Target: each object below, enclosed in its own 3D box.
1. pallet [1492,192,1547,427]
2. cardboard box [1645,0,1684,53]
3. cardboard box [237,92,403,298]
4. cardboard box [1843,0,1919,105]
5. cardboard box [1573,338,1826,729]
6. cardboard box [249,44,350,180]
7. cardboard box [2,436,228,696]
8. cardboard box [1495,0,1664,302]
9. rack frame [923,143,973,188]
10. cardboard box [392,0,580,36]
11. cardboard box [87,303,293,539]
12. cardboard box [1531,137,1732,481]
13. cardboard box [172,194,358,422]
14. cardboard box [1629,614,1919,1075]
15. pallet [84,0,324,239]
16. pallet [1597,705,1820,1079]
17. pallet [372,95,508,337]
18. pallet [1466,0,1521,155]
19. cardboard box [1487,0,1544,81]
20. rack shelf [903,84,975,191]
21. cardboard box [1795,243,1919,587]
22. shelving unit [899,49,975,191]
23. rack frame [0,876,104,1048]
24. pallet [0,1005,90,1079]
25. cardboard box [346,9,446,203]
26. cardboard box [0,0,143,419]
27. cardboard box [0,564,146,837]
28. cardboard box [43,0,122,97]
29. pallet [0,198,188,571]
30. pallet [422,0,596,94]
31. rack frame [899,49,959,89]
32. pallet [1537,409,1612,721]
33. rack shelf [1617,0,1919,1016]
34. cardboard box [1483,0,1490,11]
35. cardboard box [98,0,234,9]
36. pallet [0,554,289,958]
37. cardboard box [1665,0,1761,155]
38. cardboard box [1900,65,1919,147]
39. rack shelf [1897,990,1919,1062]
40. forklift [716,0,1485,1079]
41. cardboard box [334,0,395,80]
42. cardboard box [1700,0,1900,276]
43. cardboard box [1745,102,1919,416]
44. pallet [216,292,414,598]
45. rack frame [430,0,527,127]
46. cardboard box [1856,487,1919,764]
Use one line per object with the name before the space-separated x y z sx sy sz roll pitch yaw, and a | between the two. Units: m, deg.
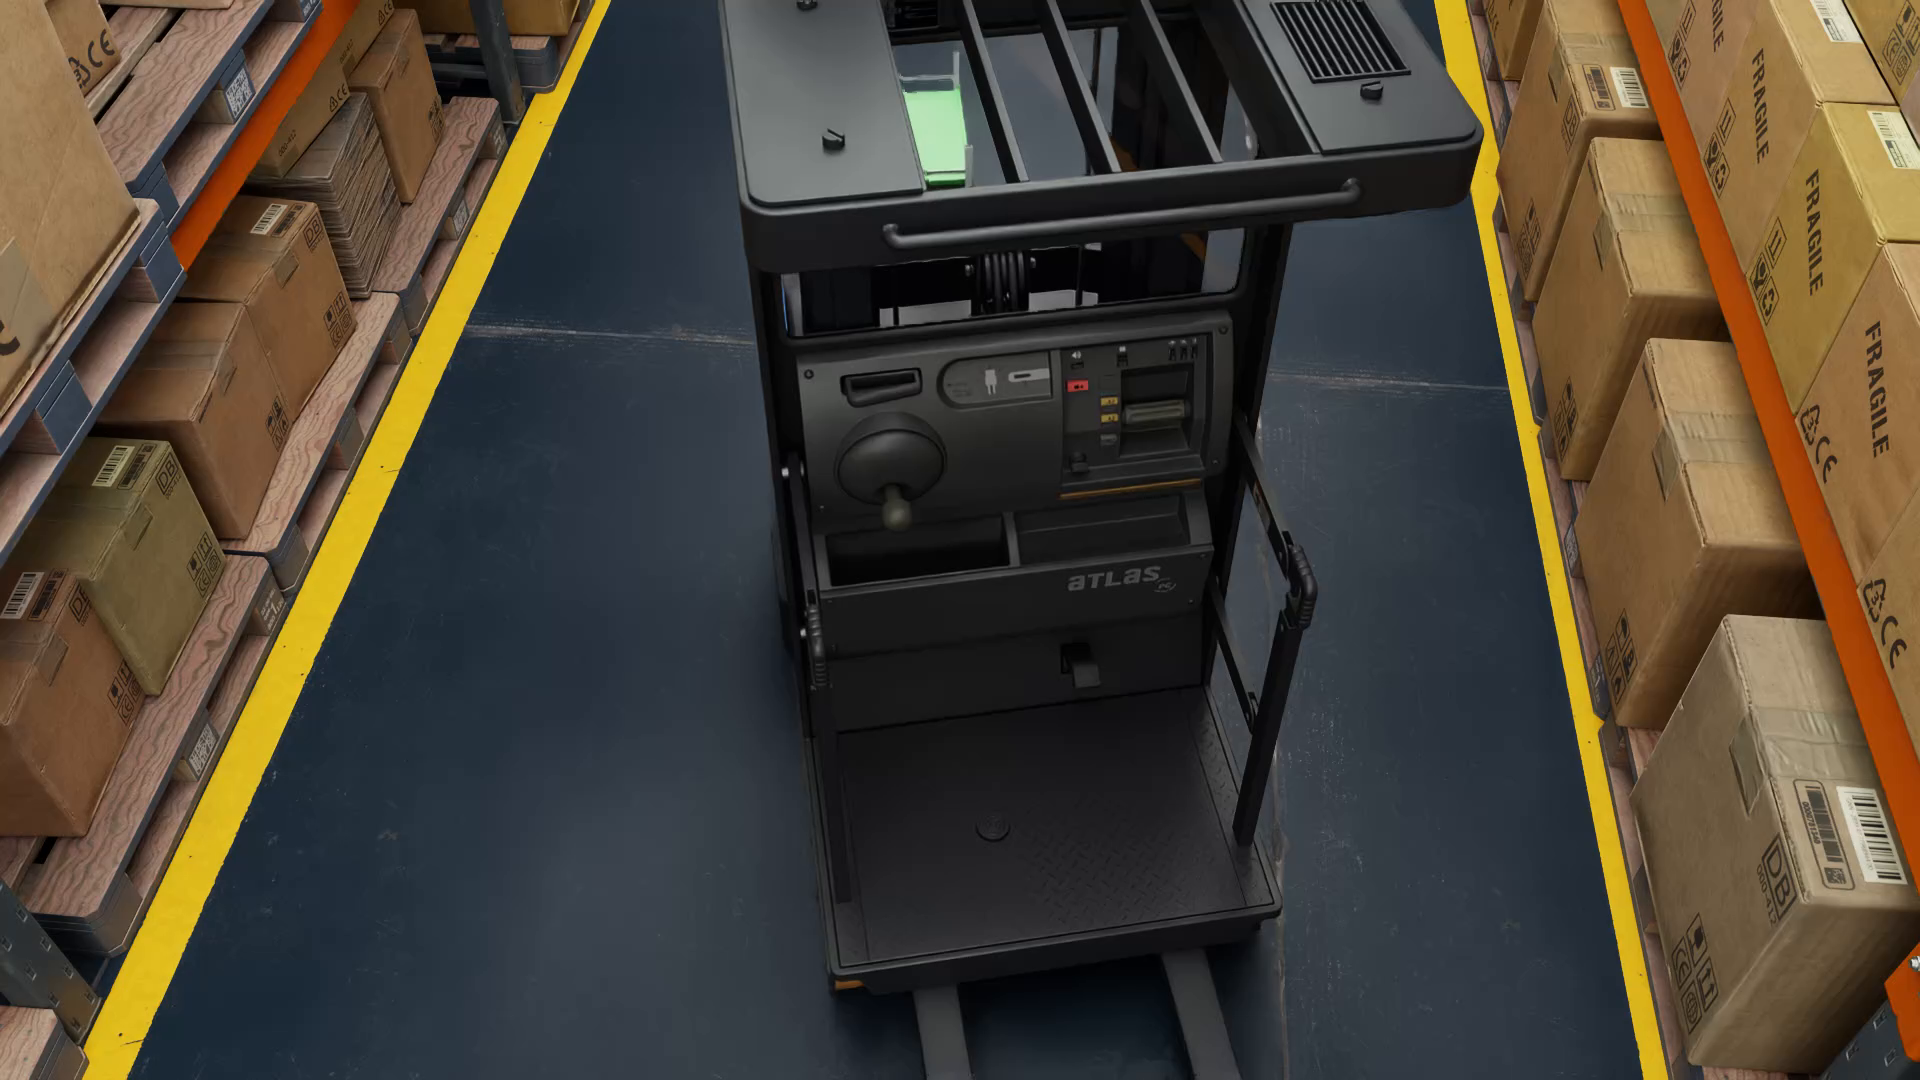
pallet | 2.488 -0.855 5.889 1.003 0.211 1.213 4 48 4
cardboard box | 2.282 -1.719 4.721 0.500 0.500 0.500 3 48 3
cardboard box | -2.374 -1.181 5.693 0.700 0.500 0.500 0 48 0
cardboard box | 2.449 -1.288 3.650 0.700 0.500 0.500 3 48 3
cardboard box | 2.329 0.016 4.443 1.050 0.750 0.750 4 48 4
cardboard box | -2.364 -1.451 5.432 0.500 0.250 0.500 9 48 8
cardboard box | -2.520 0.057 4.561 0.700 0.500 0.500 4 48 3
cardboard box | 2.490 -1.312 5.657 1.050 0.750 0.750 3 48 3
rack frame | -0.085 -0.689 5.067 0.240 1.200 0.015 -3 48 -3
cardboard box | -2.211 -2.709 6.850 1.225 0.875 0.875 2 48 2
cardboard box | -2.469 -0.354 4.937 0.700 0.500 0.500 0 48 0
cardboard box | 2.414 -0.669 5.069 1.050 0.750 0.750 5 48 4
cardboard box | -2.419 -0.764 5.312 0.700 0.500 0.500 7 48 7
cardboard box | 2.238 0.724 3.795 1.050 0.750 0.750 4 48 3
pallet | -2.434 -1.256 4.496 1.003 0.211 1.213 4 48 4
pallet | 2.266 0.938 4.249 1.003 0.211 1.213 4 48 4
pallet | -2.368 -1.263 6.262 1.003 0.211 1.213 4 48 4
pallet | 2.708 -2.004 6.939 1.003 0.211 1.213 4 48 4
cardboard box | 2.435 -2.170 6.611 0.500 0.500 0.500 4 48 3
rack shelf | -0.104 -1.149 4.924 0.258 0.148 0.480 -3 48 -3
cardboard box | 2.098 -0.238 3.367 0.500 0.500 0.500 3 48 3
shelving unit | -0.104 -0.869 5.231 0.258 1.200 0.503 -3 48 -3
rack frame | -2.659 0.161 3.070 1.000 3.000 0.127 4 48 4
pallet | -2.685 1.598 3.645 1.003 0.211 1.213 4 48 4
cardboard box | -2.336 -1.589 6.067 0.700 0.500 0.500 2 48 1
cardboard box | -2.448 -0.758 3.219 1.000 1.000 1.000 4 48 4
cardboard box | -2.582 0.406 4.241 0.700 0.500 0.500 1 48 1
cardboard box | -2.593 -1.296 4.048 0.797 0.503 0.637 8 48 8
pallet | -2.445 -0.326 3.645 1.003 0.211 1.213 4 48 4
pallet | -2.148 -2.411 7.313 1.003 0.211 1.213 4 48 4
rack frame | -0.123 -1.048 5.395 0.240 1.200 0.015 -3 48 -3
pallet | 2.375 0.039 5.071 1.003 0.211 1.213 4 48 4
rack shelf | 2.453 -0.658 4.307 1.077 0.370 4.000 4 48 4
cardboard box | 2.486 -2.551 6.960 0.500 0.500 0.500 6 48 5
cardboard box | -2.178 -1.631 4.516 0.396 0.266 0.258 3 48 2
pallet | -2.590 0.530 4.622 1.003 0.211 1.213 4 48 4
cardboard box | 2.236 -1.348 4.382 0.500 0.500 0.500 4 48 3
cardboard box | 2.401 -0.917 3.311 0.700 0.500 0.500 4 48 4
rack shelf | 2.088 2.281 1.618 1.077 0.370 4.000 4 48 4
forklift | 0.163 -0.151 3.402 1.130 2.935 3.031 -7 48 -6
cardboard box | -2.326 -1.842 5.790 0.500 0.250 0.500 6 48 5
cardboard box | 2.188 -0.982 4.048 0.500 0.500 0.500 3 48 3
cardboard box | 2.144 -0.609 3.706 0.500 0.500 0.500 4 48 4
pallet | -2.481 -0.369 5.444 1.003 0.211 1.213 4 48 4
rack frame | -2.295 -2.778 5.758 1.000 3.000 0.127 4 48 4
cardboard box | 2.052 0.134 3.027 0.500 0.500 0.500 4 48 3
